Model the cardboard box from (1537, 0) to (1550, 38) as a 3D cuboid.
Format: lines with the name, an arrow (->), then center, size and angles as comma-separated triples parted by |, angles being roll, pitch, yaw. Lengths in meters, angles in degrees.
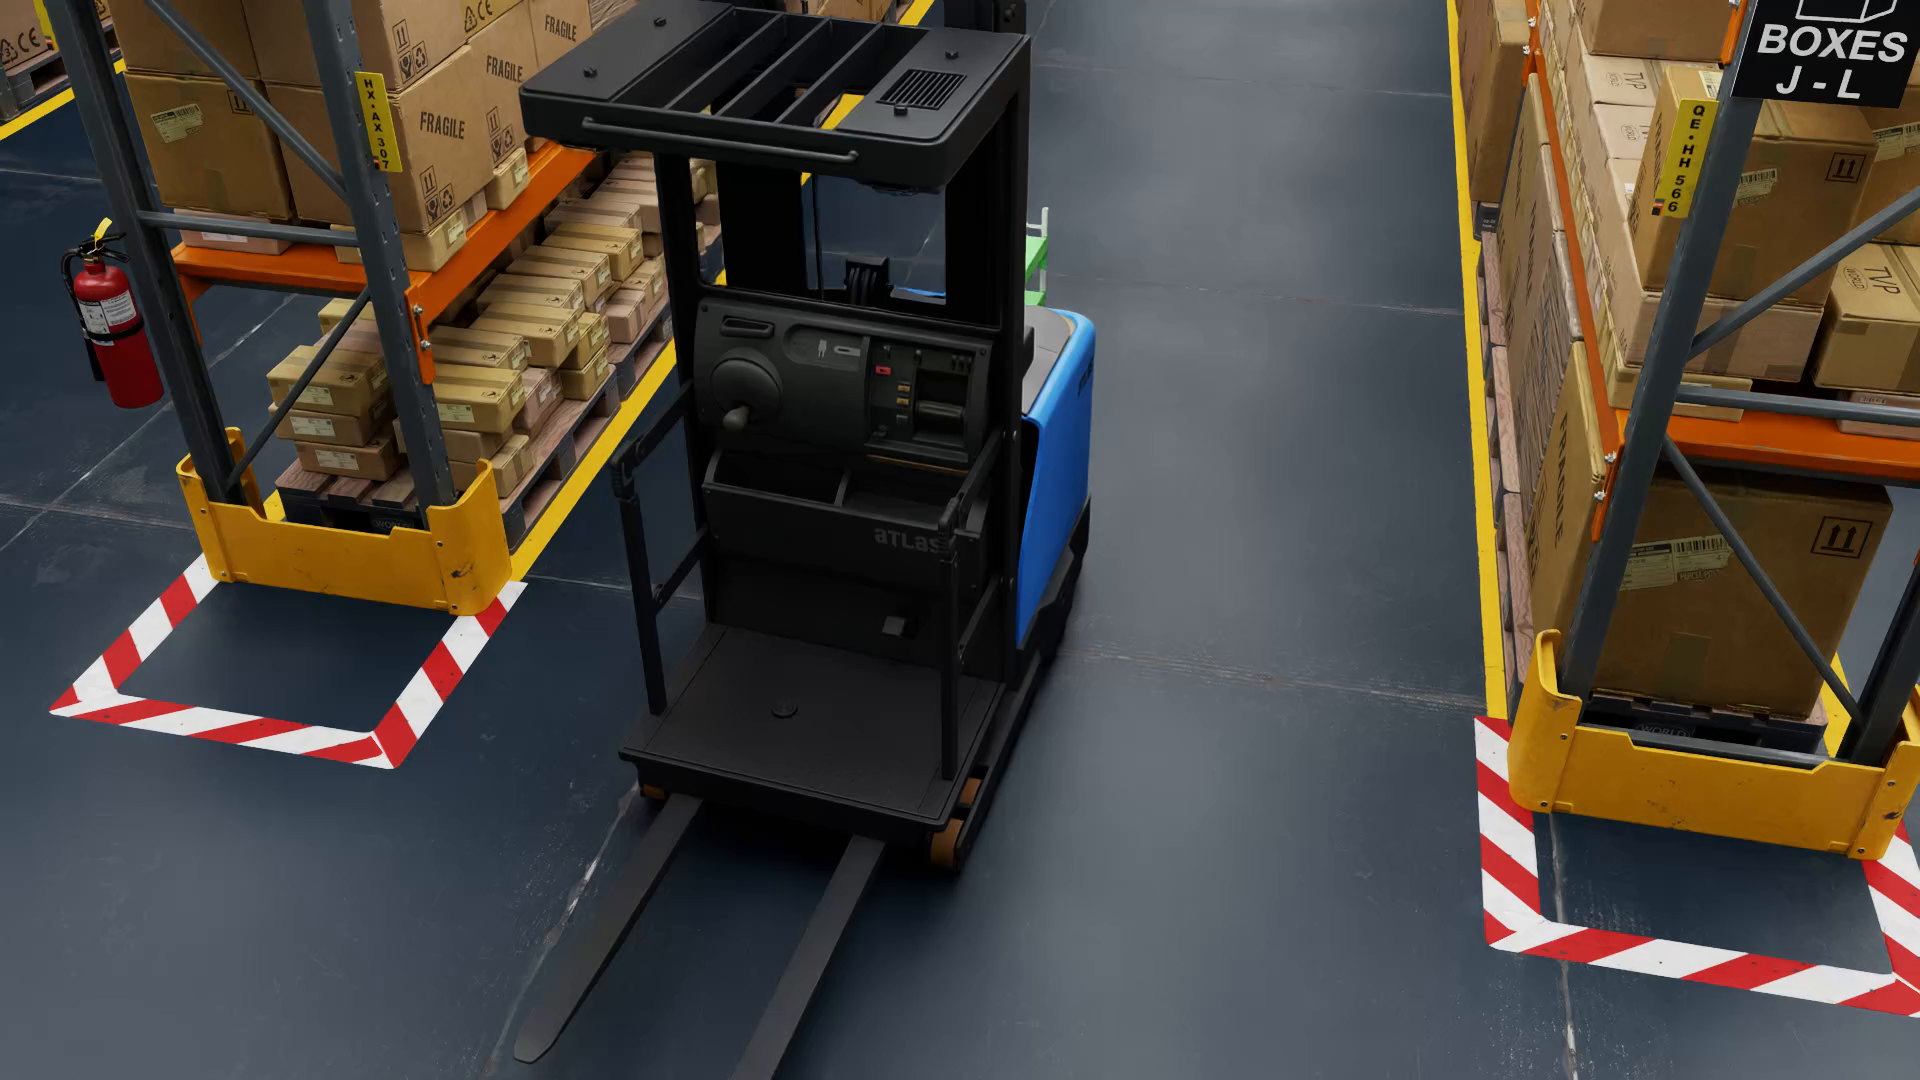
cardboard box -> 2.910, -2.427, 7.757 | 0.380, 0.149, 0.250 | 7, 37, 10

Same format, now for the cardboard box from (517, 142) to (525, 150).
cardboard box -> -1.946, -1.551, 6.548 | 0.380, 0.149, 0.250 | 9, 37, 12

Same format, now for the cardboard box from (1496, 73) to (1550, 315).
cardboard box -> 3.079, -1.598, 7.852 | 0.875, 0.875, 0.875 | 7, 37, 10

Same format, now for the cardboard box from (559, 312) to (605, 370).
cardboard box -> -1.777, -0.883, 7.230 | 0.380, 0.149, 0.250 | 8, 37, 11

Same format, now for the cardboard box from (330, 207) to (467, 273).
cardboard box -> -1.991, -1.086, 5.907 | 0.380, 0.149, 0.250 | 7, 37, 10

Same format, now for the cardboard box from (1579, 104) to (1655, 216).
cardboard box -> 2.505, -1.317, 5.886 | 0.500, 0.250, 0.500 | 6, 36, 8

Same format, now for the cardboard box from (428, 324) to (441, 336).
cardboard box -> -2.437, -0.816, 7.138 | 0.380, 0.149, 0.250 | 6, 36, 8

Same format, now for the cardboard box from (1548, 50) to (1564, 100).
cardboard box -> 2.744, -1.975, 7.133 | 0.380, 0.149, 0.250 | 6, 36, 9

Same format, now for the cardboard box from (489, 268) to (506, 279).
cardboard box -> -2.266, -1.259, 7.749 | 0.380, 0.149, 0.250 | 9, 37, 12

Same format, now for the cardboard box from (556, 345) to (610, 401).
cardboard box -> -1.772, -0.756, 7.308 | 0.380, 0.149, 0.250 | 8, 37, 11

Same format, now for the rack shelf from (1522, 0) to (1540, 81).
rack shelf -> 3.725, -3.512, 9.653 | 1.077, 0.370, 4.000 | 7, 37, 10

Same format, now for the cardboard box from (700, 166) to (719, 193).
cardboard box -> -1.368, -1.940, 8.688 | 0.380, 0.149, 0.250 | 6, 36, 8

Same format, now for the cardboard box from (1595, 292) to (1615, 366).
cardboard box -> 2.252, -0.657, 5.314 | 0.380, 0.149, 0.250 | 8, 37, 10

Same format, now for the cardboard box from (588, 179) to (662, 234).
cardboard box -> -1.554, -1.600, 7.966 | 0.380, 0.149, 0.250 | 6, 36, 8

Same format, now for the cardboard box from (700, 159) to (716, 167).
cardboard box -> -1.410, -2.062, 8.603 | 0.380, 0.149, 0.250 | 7, 37, 10

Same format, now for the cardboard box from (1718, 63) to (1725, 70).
cardboard box -> 3.243, -1.841, 6.609 | 0.500, 0.250, 0.500 | 8, 37, 11

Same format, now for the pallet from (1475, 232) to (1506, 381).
pallet -> 3.059, -1.102, 8.090 | 1.003, 0.211, 1.213 | 7, 37, 10

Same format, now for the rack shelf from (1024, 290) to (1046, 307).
rack shelf -> 0.154, -0.835, 6.580 | 0.258, 0.148, 0.480 | 11, 37, 14

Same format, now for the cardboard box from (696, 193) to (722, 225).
cardboard box -> -1.407, -1.787, 8.731 | 0.380, 0.149, 0.250 | 6, 36, 8

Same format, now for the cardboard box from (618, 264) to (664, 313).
cardboard box -> -1.638, -1.208, 7.932 | 0.380, 0.149, 0.250 | 7, 37, 10

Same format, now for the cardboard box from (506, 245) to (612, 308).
cardboard box -> -1.776, -1.170, 7.372 | 0.380, 0.149, 0.250 | 9, 37, 12

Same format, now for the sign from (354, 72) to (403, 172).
sign -> -1.850, -1.326, 5.286 | 0.100, 0.325, 0.005 | 7, 37, 10

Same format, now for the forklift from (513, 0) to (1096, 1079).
forklift -> -0.423, -0.405, 4.812 | 1.130, 2.935, 3.031 | 11, 37, 14

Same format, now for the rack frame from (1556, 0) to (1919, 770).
rack frame -> 2.444, -0.364, 4.696 | 1.000, 3.000, 0.127 | 7, 37, 10

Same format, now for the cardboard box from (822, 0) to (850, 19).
cardboard box -> -0.998, -3.188, 10.365 | 0.500, 0.500, 0.500 | 9, 37, 12

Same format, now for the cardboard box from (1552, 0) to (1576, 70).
cardboard box -> 2.831, -2.196, 7.098 | 0.500, 0.250, 0.500 | 7, 37, 10

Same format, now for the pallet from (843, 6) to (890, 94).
pallet -> -1.103, -3.356, 11.200 | 1.003, 0.211, 1.213 | 7, 37, 10

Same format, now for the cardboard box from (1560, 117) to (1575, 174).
cardboard box -> 2.578, -1.534, 6.524 | 0.380, 0.149, 0.250 | 6, 36, 9

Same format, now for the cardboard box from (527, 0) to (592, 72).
cardboard box -> -1.808, -2.016, 6.637 | 0.500, 0.500, 0.500 | 8, 37, 11

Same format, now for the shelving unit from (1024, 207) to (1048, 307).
shelving unit -> 0.154, -0.693, 6.683 | 0.258, 1.200, 0.503 | 11, 37, 14

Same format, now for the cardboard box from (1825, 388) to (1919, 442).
cardboard box -> 2.842, -0.424, 4.993 | 0.380, 0.149, 0.250 | 8, 37, 10

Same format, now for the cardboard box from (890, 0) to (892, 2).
cardboard box -> -0.671, -4.081, 11.596 | 0.500, 0.500, 0.500 | 9, 37, 12

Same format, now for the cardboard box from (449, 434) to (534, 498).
cardboard box -> -1.956, -0.319, 6.706 | 0.380, 0.149, 0.250 | 8, 37, 11

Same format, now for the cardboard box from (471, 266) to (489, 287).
cardboard box -> -2.354, -1.238, 7.467 | 0.380, 0.149, 0.250 | 9, 37, 12

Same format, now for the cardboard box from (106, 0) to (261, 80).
cardboard box -> -2.526, -1.903, 5.629 | 0.500, 0.500, 0.500 | 7, 36, 9

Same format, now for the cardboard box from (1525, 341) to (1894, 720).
cardboard box -> 2.502, -0.050, 5.716 | 0.875, 0.875, 0.875 | 7, 37, 10

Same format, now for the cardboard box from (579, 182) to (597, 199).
cardboard box -> -2.041, -1.695, 8.351 | 0.380, 0.149, 0.250 | 9, 37, 12

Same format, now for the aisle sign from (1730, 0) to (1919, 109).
aisle sign -> 2.135, -1.413, 3.928 | 0.394, 0.787, 0.004 | 7, 37, 10

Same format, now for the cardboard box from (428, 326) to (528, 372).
cardboard box -> -1.995, -0.731, 6.767 | 0.380, 0.149, 0.250 | 8, 37, 11

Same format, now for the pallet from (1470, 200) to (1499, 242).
pallet -> 3.389, -1.980, 9.302 | 1.003, 0.211, 1.213 | 7, 37, 10

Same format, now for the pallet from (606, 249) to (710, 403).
pallet -> -1.893, -1.117, 8.111 | 1.003, 0.211, 1.213 | 7, 37, 10

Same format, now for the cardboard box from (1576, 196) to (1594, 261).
cardboard box -> 2.415, -1.093, 5.916 | 0.380, 0.149, 0.250 | 7, 36, 9

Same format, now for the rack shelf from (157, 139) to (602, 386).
rack shelf -> -1.953, -1.899, 7.427 | 1.077, 0.370, 4.000 | 7, 37, 10

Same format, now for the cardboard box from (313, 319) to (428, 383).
cardboard box -> -2.405, -0.772, 6.824 | 0.380, 0.149, 0.250 | 8, 37, 11

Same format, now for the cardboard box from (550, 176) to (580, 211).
cardboard box -> -2.070, -1.665, 8.056 | 0.380, 0.149, 0.250 | 6, 36, 8

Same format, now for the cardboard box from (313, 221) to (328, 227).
cardboard box -> -2.497, -1.302, 6.204 | 0.380, 0.149, 0.250 | 7, 37, 10

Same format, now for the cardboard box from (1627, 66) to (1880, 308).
cardboard box -> 2.291, -1.039, 4.863 | 0.500, 0.500, 0.500 | 8, 37, 11

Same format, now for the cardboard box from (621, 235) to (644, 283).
cardboard box -> -1.729, -1.361, 7.890 | 0.380, 0.149, 0.250 | 9, 37, 12

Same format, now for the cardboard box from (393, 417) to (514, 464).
cardboard box -> -2.018, -0.448, 6.630 | 0.380, 0.149, 0.250 | 9, 37, 12

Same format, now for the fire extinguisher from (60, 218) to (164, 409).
fire extinguisher -> -2.885, -0.775, 5.646 | 0.296, 0.674, 0.183 | 7, 37, 10

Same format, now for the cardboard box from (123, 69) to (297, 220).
cardboard box -> -2.536, -1.494, 5.917 | 0.500, 0.500, 0.500 | 8, 37, 11

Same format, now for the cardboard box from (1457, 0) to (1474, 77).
cardboard box -> 3.787, -3.357, 10.278 | 1.225, 0.875, 0.875 | 7, 37, 10
